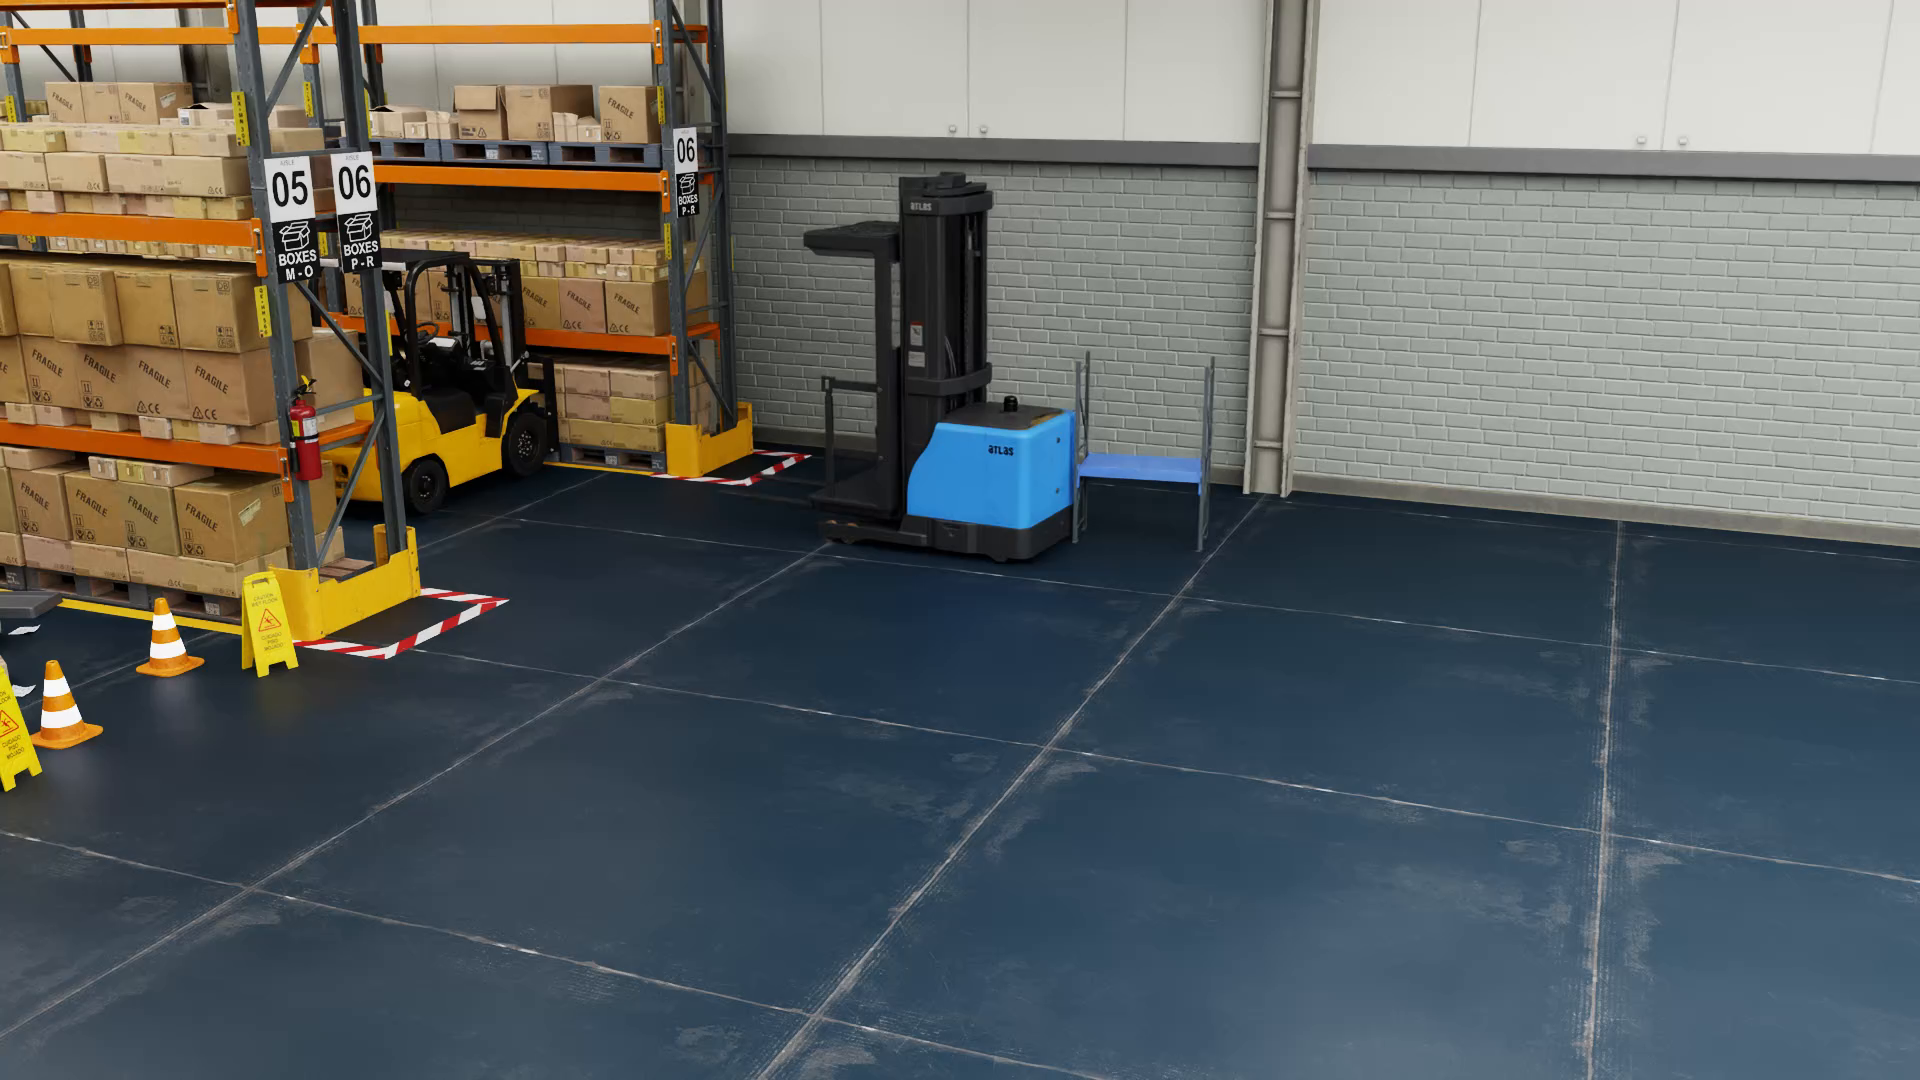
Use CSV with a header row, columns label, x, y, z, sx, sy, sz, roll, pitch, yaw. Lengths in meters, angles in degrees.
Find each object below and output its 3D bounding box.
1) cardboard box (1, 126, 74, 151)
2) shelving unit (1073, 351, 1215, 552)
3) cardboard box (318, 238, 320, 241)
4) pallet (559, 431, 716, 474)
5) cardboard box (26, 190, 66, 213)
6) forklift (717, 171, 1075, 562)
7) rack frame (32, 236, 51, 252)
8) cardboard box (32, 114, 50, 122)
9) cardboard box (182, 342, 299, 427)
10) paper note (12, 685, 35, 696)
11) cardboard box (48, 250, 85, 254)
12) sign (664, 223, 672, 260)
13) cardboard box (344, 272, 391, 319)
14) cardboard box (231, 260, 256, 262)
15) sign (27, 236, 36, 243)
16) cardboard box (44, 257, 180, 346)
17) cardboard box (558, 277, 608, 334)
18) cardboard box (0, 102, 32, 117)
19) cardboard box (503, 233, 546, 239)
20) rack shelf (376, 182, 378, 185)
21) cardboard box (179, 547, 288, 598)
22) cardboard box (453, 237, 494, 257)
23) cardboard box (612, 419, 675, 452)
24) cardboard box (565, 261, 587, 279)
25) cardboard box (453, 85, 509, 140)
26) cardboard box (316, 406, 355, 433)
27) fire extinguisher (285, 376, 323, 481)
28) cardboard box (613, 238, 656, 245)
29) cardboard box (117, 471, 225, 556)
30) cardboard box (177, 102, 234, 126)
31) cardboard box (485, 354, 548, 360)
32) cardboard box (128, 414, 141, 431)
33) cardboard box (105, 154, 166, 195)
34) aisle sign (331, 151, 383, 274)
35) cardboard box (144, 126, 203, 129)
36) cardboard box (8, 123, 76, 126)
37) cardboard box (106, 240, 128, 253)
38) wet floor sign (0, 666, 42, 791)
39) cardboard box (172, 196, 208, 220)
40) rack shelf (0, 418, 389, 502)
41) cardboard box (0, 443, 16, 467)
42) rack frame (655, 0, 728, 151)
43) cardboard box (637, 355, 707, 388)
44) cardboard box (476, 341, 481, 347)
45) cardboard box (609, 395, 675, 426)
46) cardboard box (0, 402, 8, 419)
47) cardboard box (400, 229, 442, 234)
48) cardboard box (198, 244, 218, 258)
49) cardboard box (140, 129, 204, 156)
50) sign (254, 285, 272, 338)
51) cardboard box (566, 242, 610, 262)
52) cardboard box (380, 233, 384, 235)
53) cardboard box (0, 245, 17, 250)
label,x,y,z,sx,sy,sz,roll,pitch,yaw
cardboard box,-6.341,-2.764,11.454,0.250,0.149,0.380,7,17,22
shelving unit,1.487,-0.724,13.478,1.048,1.500,0.538,4,17,13
cardboard box,-6.884,-3.121,17.702,0.250,0.149,0.380,6,17,20
pallet,-3.179,-0.922,16.472,1.213,0.211,1.003,6,17,21
cardboard box,-6.149,-2.336,11.409,0.250,0.149,0.380,6,17,20
forklift,-0.592,-1.501,13.586,3.031,2.935,1.130,8,18,26
rack frame,-9.894,-3.012,18.670,0.127,3.000,1.000,6,17,21
cardboard box,-9.681,-4.476,17.818,0.250,0.166,0.380,6,17,21
cardboard box,-4.876,-1.081,11.305,0.500,0.500,0.500,6,17,20
paper note,-5.879,0.939,10.384,0.142,0.019,0.148,0,16,1
cardboard box,-9.580,-3.065,18.224,0.500,0.250,0.500,6,17,21
sign,-2.664,-2.725,15.177,0.005,0.325,0.100,6,17,21
cardboard box,-5.856,-2.538,16.857,0.500,0.500,0.500,6,17,19
cardboard box,-7.205,-2.806,17.331,0.500,0.250,0.500,6,17,19
sign,-10.084,-3.389,18.031,0.005,0.325,0.100,6,17,21
cardboard box,-5.805,-1.652,11.478,0.500,0.500,0.700,6,17,20
cardboard box,-3.485,-2.280,15.967,0.500,0.500,0.500,7,18,22
cardboard box,-10.322,-4.674,18.032,0.250,0.149,0.380,7,18,22
cardboard box,-4.361,-2.978,16.675,0.250,0.149,0.380,7,18,22
rack shelf,-8.033,-3.903,17.647,4.000,0.370,1.077,6,17,21
cardboard box,-5.143,0.197,11.793,0.500,0.250,0.500,6,17,20
cardboard box,-4.758,-2.885,16.354,0.250,0.149,0.380,6,17,20
cardboard box,-3.005,-1.041,16.059,0.500,0.250,0.500,6,17,21
cardboard box,-3.571,-2.606,15.926,0.250,0.149,0.380,6,17,20
cardboard box,-4.399,-4.116,15.975,0.637,0.503,0.797,7,18,22
cardboard box,-4.510,-0.874,11.755,0.250,0.149,0.380,6,17,21
fire extinguisher,-4.332,-0.738,10.974,0.183,0.674,0.296,6,17,21
cardboard box,-3.168,-2.845,16.217,0.250,0.149,0.380,7,17,22
cardboard box,-5.597,-0.214,11.866,0.500,0.500,0.500,7,18,23
cardboard box,-7.650,-4.340,17.090,0.500,0.311,0.500,6,17,19
cardboard box,-4.413,-1.675,16.449,0.500,0.250,0.500,6,17,20
cardboard box,-5.640,-0.879,11.770,0.250,0.149,0.380,7,17,21
cardboard box,-5.307,-2.455,11.107,0.500,0.250,0.500,6,17,20
aisle sign,-4.098,-2.229,11.308,0.004,0.787,0.394,6,17,21
cardboard box,-5.447,-2.807,11.603,0.250,0.149,0.380,6,17,20
cardboard box,-6.641,-2.940,12.061,0.250,0.149,0.380,6,17,20
cardboard box,-8.960,-3.193,17.949,0.250,0.149,0.380,6,17,21
wet floor sign,-5.238,1.008,9.044,0.232,0.644,0.267,3,17,11
cardboard box,-4.948,-2.207,10.966,0.250,0.149,0.380,6,17,21
rack shelf,-6.130,-0.765,12.220,4.000,0.370,1.077,6,17,21
cardboard box,-6.968,-0.658,12.228,0.250,0.149,0.380,7,18,23
rack frame,-2.452,-5.075,15.015,0.127,3.000,1.000,6,17,21
cardboard box,-2.829,-1.654,16.375,0.500,0.250,0.500,6,17,20
cardboard box,-5.167,-1.917,17.280,0.500,0.250,0.500,6,17,20
cardboard box,-3.019,-1.284,15.998,0.500,0.250,0.500,6,17,20
cardboard box,-6.826,-0.994,12.169,0.250,0.149,0.380,6,17,20
cardboard box,-5.547,-3.115,17.147,0.250,0.149,0.380,6,17,19
cardboard box,-7.772,-3.063,17.502,0.250,0.149,0.380,6,17,21
cardboard box,-5.162,-2.625,10.975,0.250,0.149,0.380,6,17,20
sign,-4.492,-1.472,10.721,0.005,0.325,0.100,6,17,21
cardboard box,-3.561,-2.760,15.924,0.250,0.149,0.380,6,17,21
cardboard box,-5.985,-2.996,16.737,0.250,0.149,0.380,7,17,22
cardboard box,-10.994,-3.166,18.715,0.500,0.250,0.500,5,17,18
